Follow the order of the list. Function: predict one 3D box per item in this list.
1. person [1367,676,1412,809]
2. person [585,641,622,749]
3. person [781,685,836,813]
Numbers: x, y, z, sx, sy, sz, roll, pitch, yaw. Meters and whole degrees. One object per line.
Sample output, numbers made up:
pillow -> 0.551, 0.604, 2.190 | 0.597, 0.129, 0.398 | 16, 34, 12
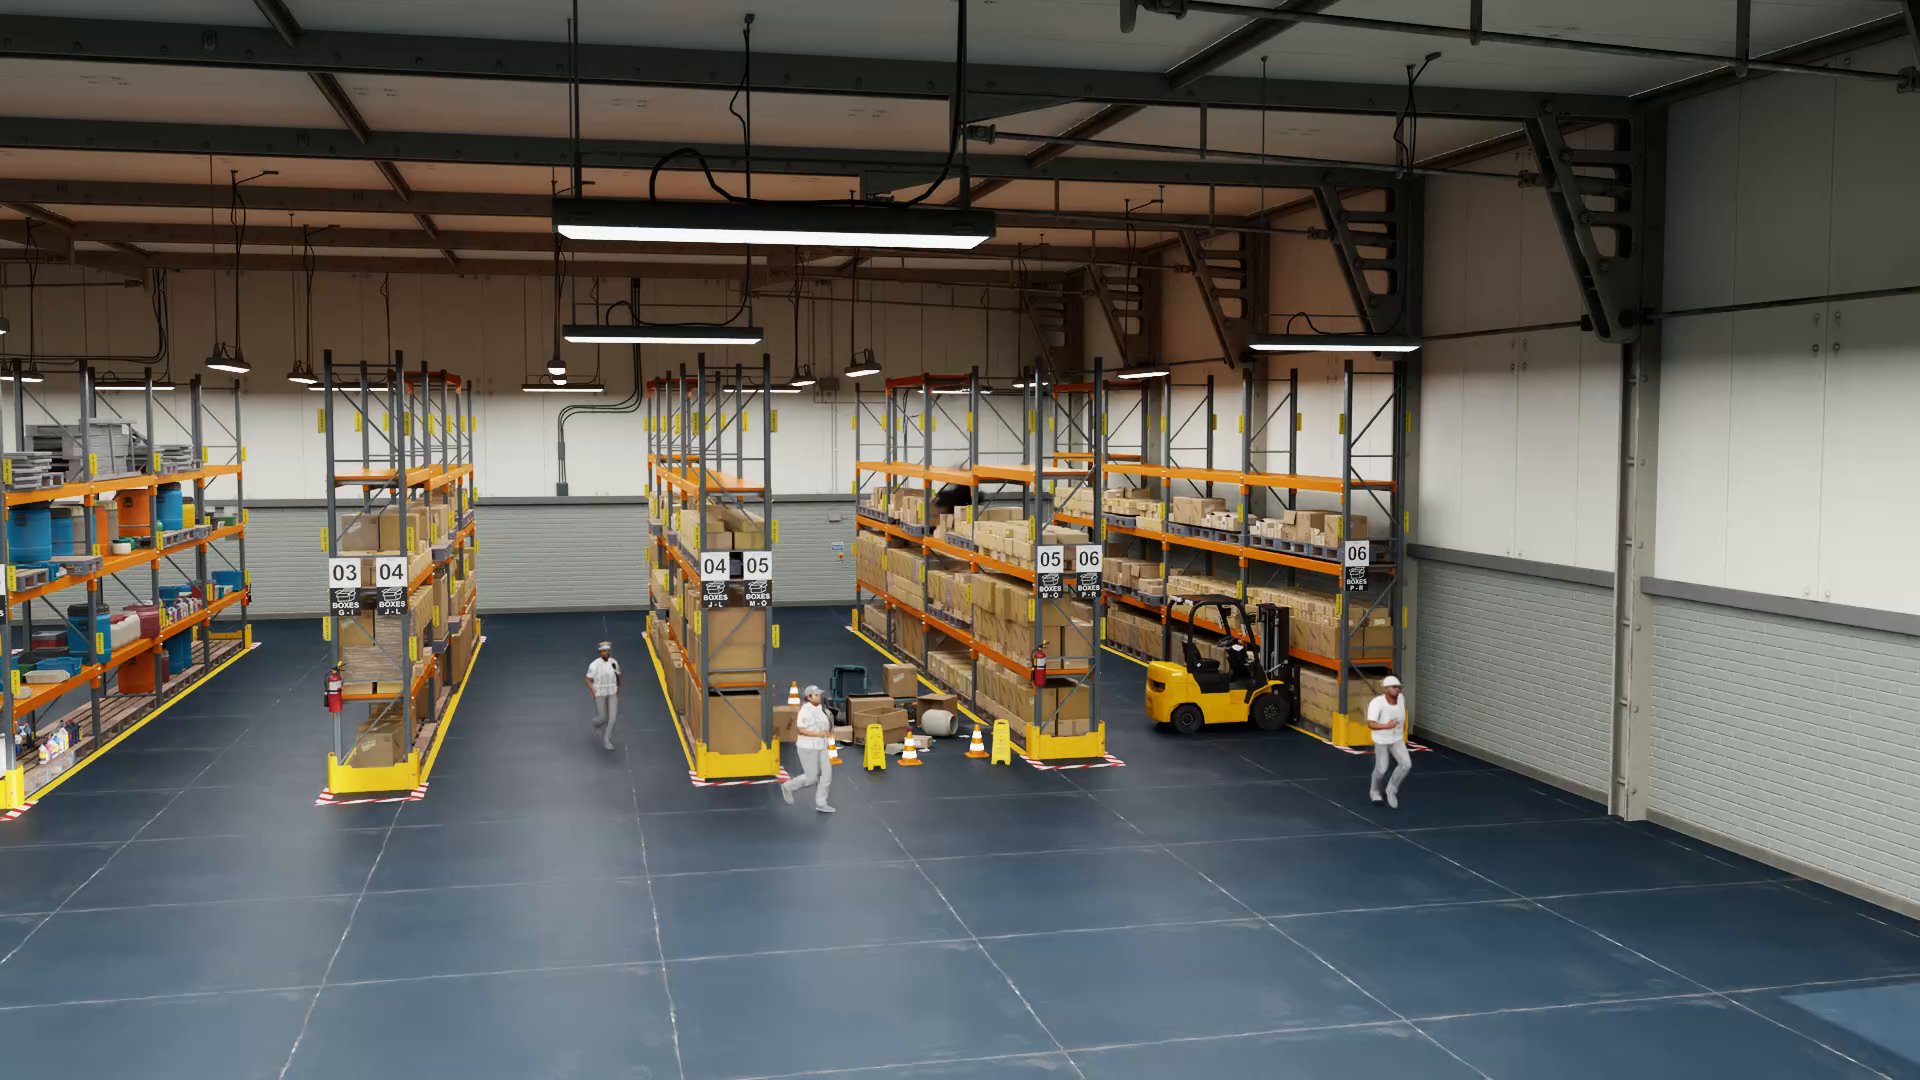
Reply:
person -> 5.584, 2.617, 21.615 | 0.734, 1.740, 0.799 | -1, 4, -20
person -> -5.514, 2.390, 25.807 | 0.582, 1.665, 0.578 | -2, 5, -30
person -> -1.935, 2.687, 21.487 | 0.732, 1.637, 0.619 | 2, 4, 23
